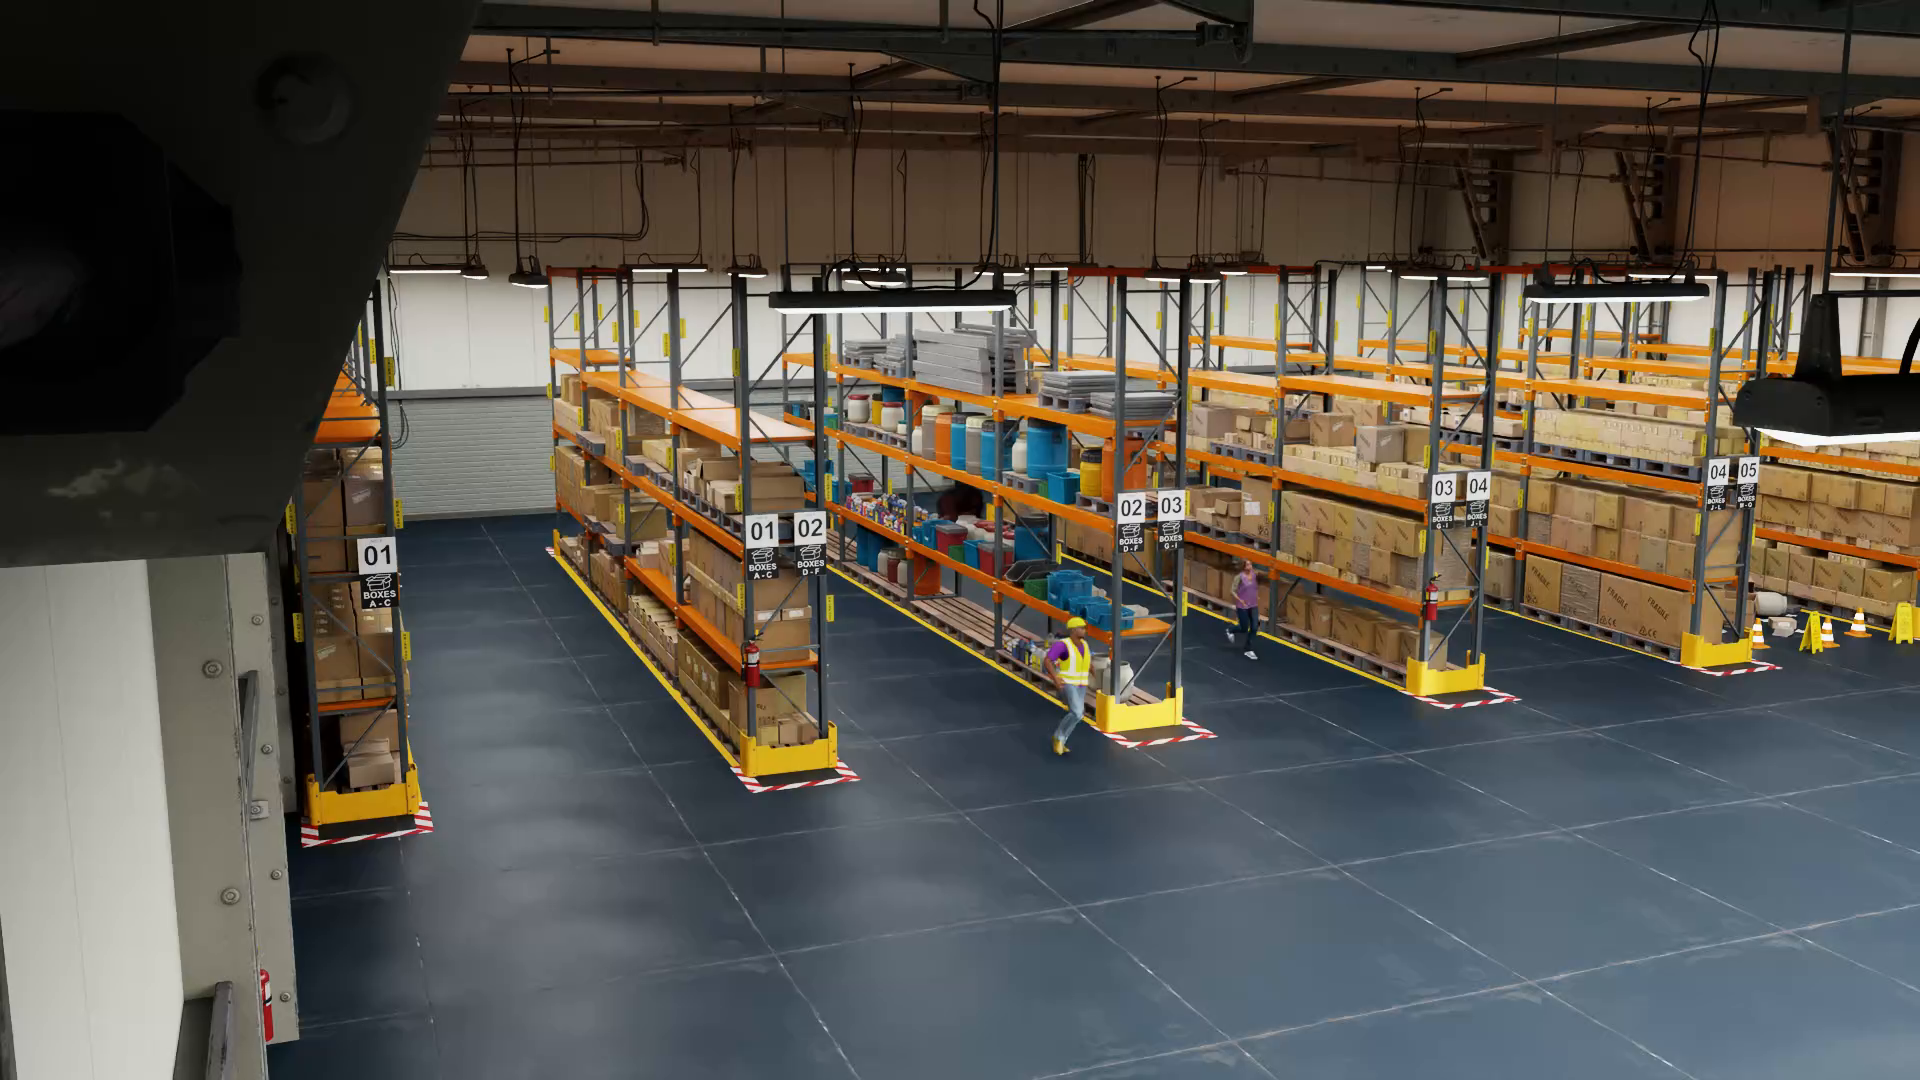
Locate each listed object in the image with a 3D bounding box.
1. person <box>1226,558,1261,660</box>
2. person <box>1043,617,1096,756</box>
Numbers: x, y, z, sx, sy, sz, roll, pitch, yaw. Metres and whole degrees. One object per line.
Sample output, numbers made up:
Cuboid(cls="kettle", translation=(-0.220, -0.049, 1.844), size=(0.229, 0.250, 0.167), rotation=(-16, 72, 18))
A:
Cuboid(cls="person", translation=(4.497, 1.050, 26.203), size=(0.548, 1.574, 0.730), rotation=(-4, 11, -23))
Cuboid(cls="person", translation=(1.486, 1.856, 21.175), size=(0.760, 1.715, 0.547), rotation=(-8, 13, -38))
